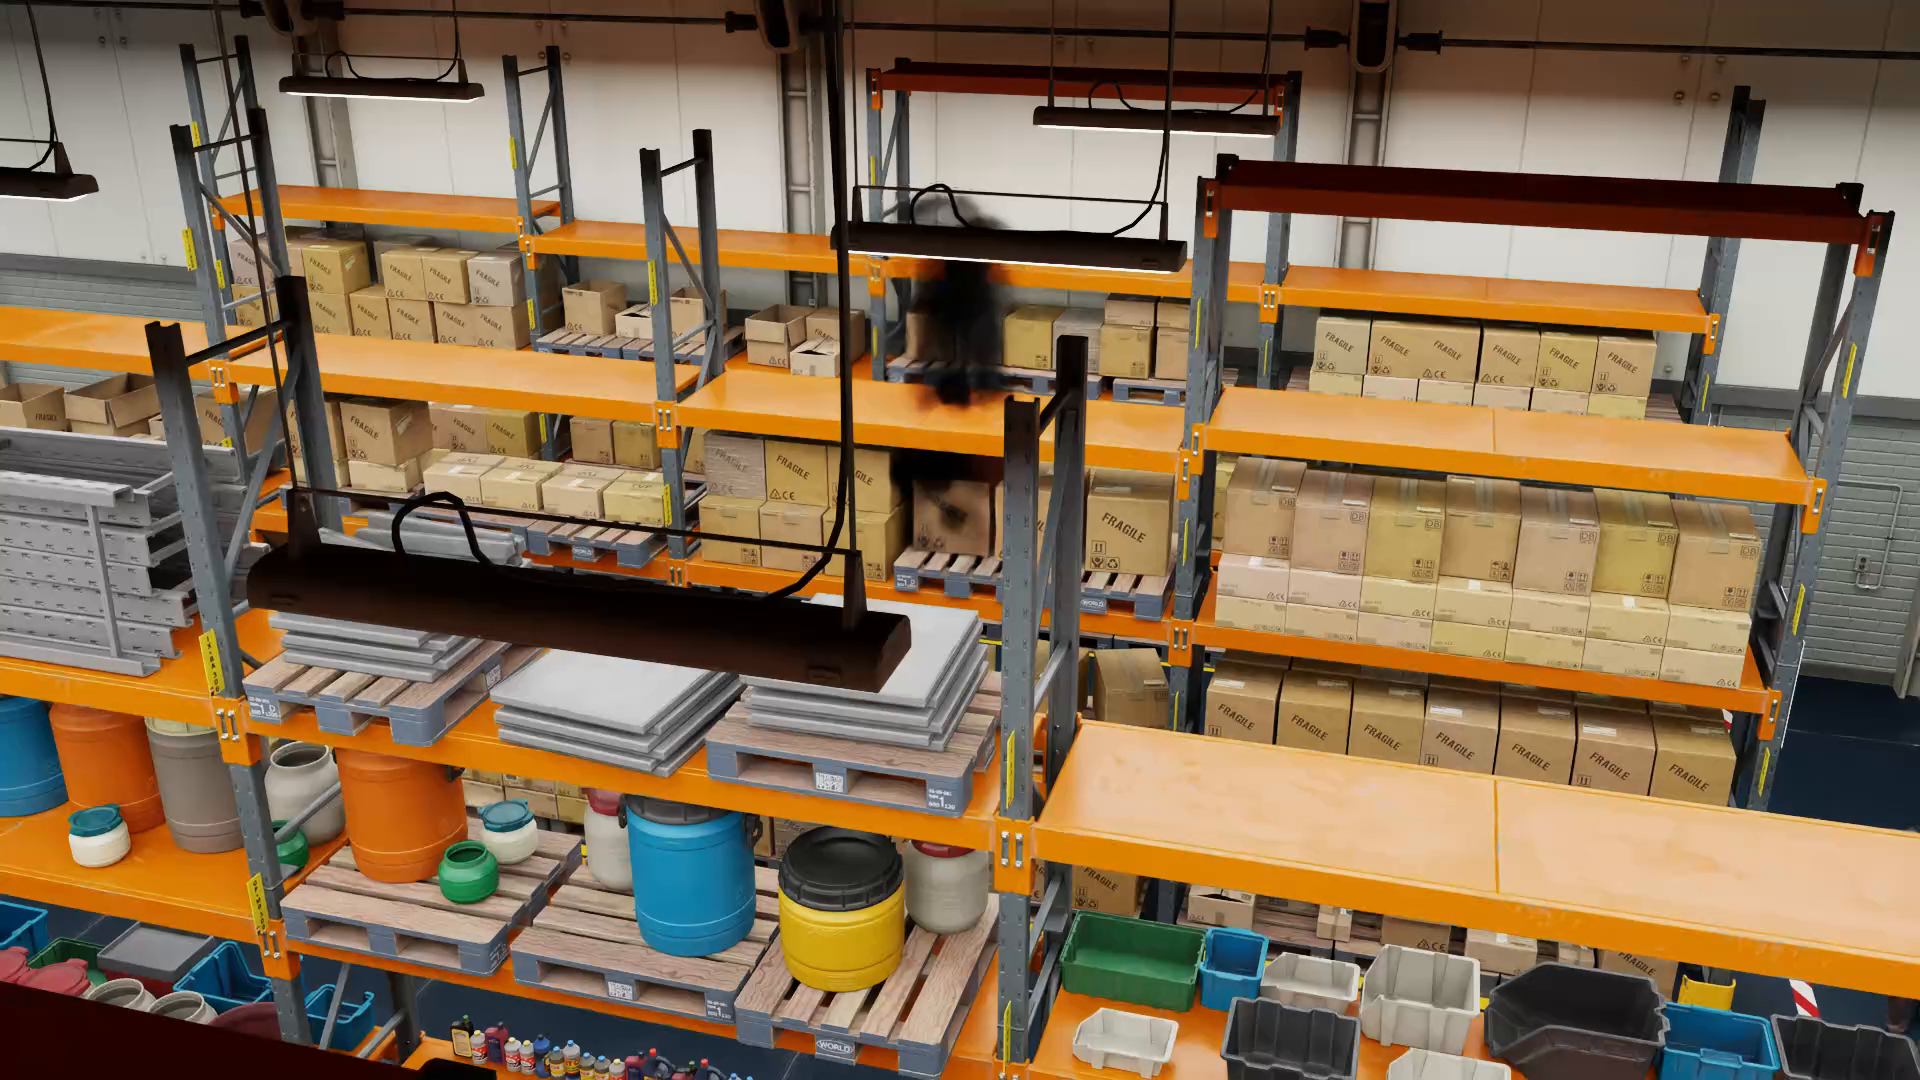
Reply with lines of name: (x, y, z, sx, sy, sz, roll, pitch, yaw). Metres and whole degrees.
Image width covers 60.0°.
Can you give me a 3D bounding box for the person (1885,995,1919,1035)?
person: (6.826, 2.797, 11.853, 0.687, 1.775, 0.740, 13, 26, 28)
